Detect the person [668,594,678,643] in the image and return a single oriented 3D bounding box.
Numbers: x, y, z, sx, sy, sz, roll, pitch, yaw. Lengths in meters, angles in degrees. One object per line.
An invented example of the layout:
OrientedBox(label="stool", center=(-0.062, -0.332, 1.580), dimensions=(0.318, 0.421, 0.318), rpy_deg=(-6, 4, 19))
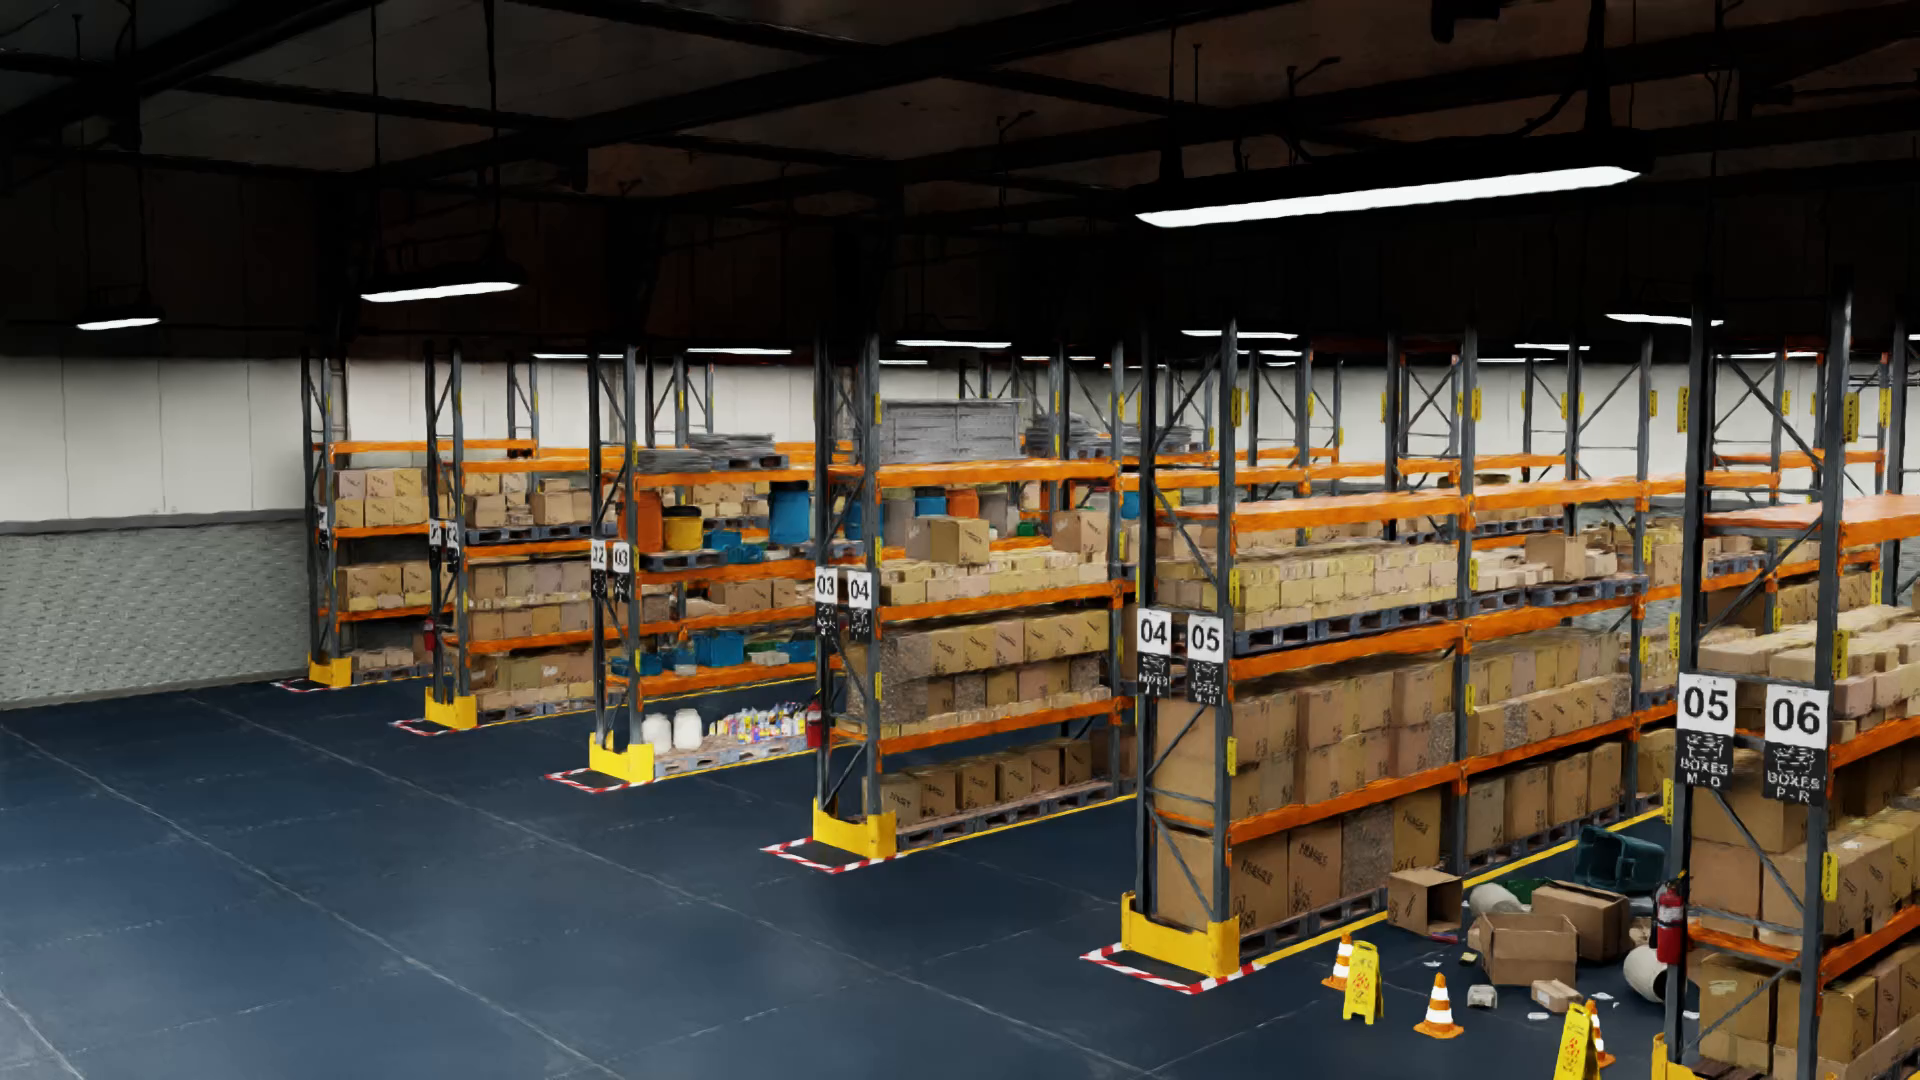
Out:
OrientedBox(label="person", center=(-5.255, 1.712, 31.020), dimensions=(0.434, 1.423, 0.465), rpy_deg=(1, 5, 16))
